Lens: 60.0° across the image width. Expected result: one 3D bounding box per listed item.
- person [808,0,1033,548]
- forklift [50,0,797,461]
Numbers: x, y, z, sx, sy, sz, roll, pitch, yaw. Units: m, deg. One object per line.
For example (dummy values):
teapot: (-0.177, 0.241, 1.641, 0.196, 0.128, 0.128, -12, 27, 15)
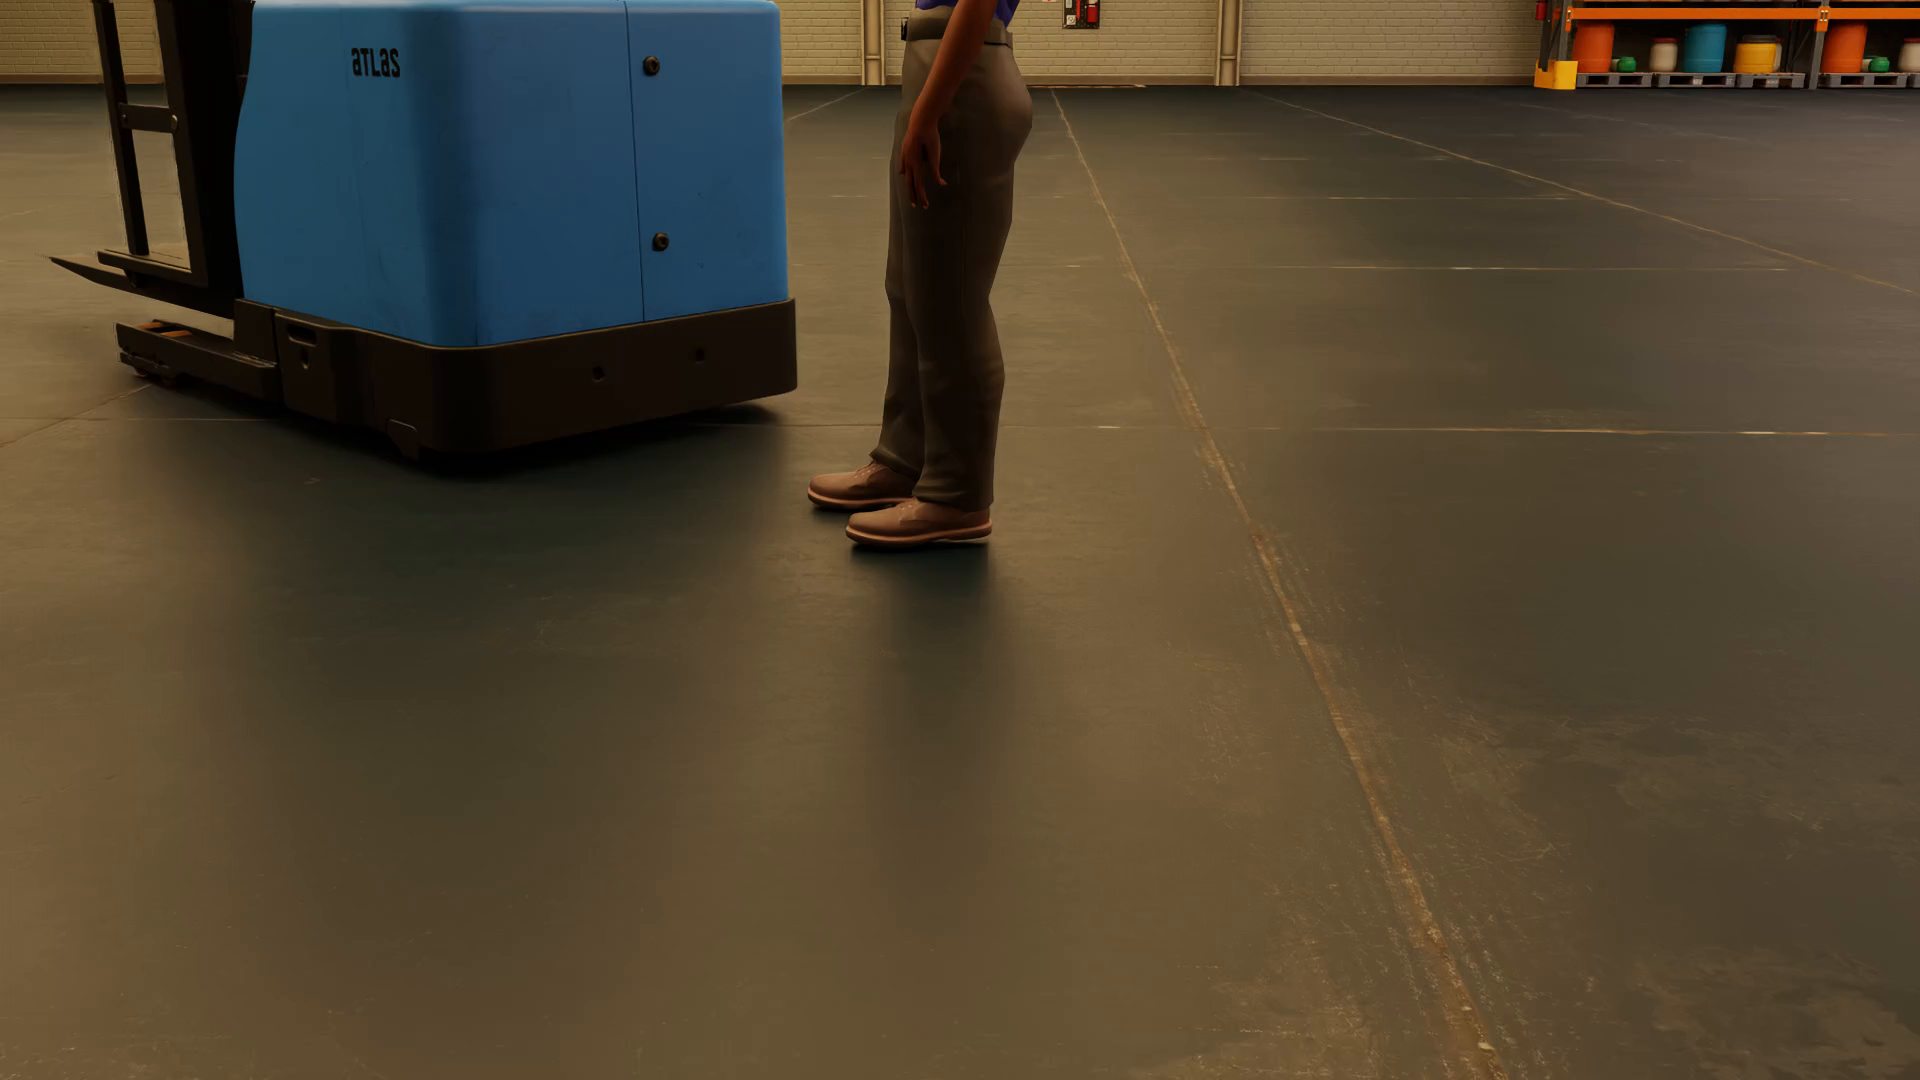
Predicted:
person: (-0.087, -0.804, 3.146, 0.504, 1.655, 0.569, 1, 17, 2)
forklift: (-1.846, -1.936, 4.662, 3.031, 2.935, 1.130, 16, 23, 41)
